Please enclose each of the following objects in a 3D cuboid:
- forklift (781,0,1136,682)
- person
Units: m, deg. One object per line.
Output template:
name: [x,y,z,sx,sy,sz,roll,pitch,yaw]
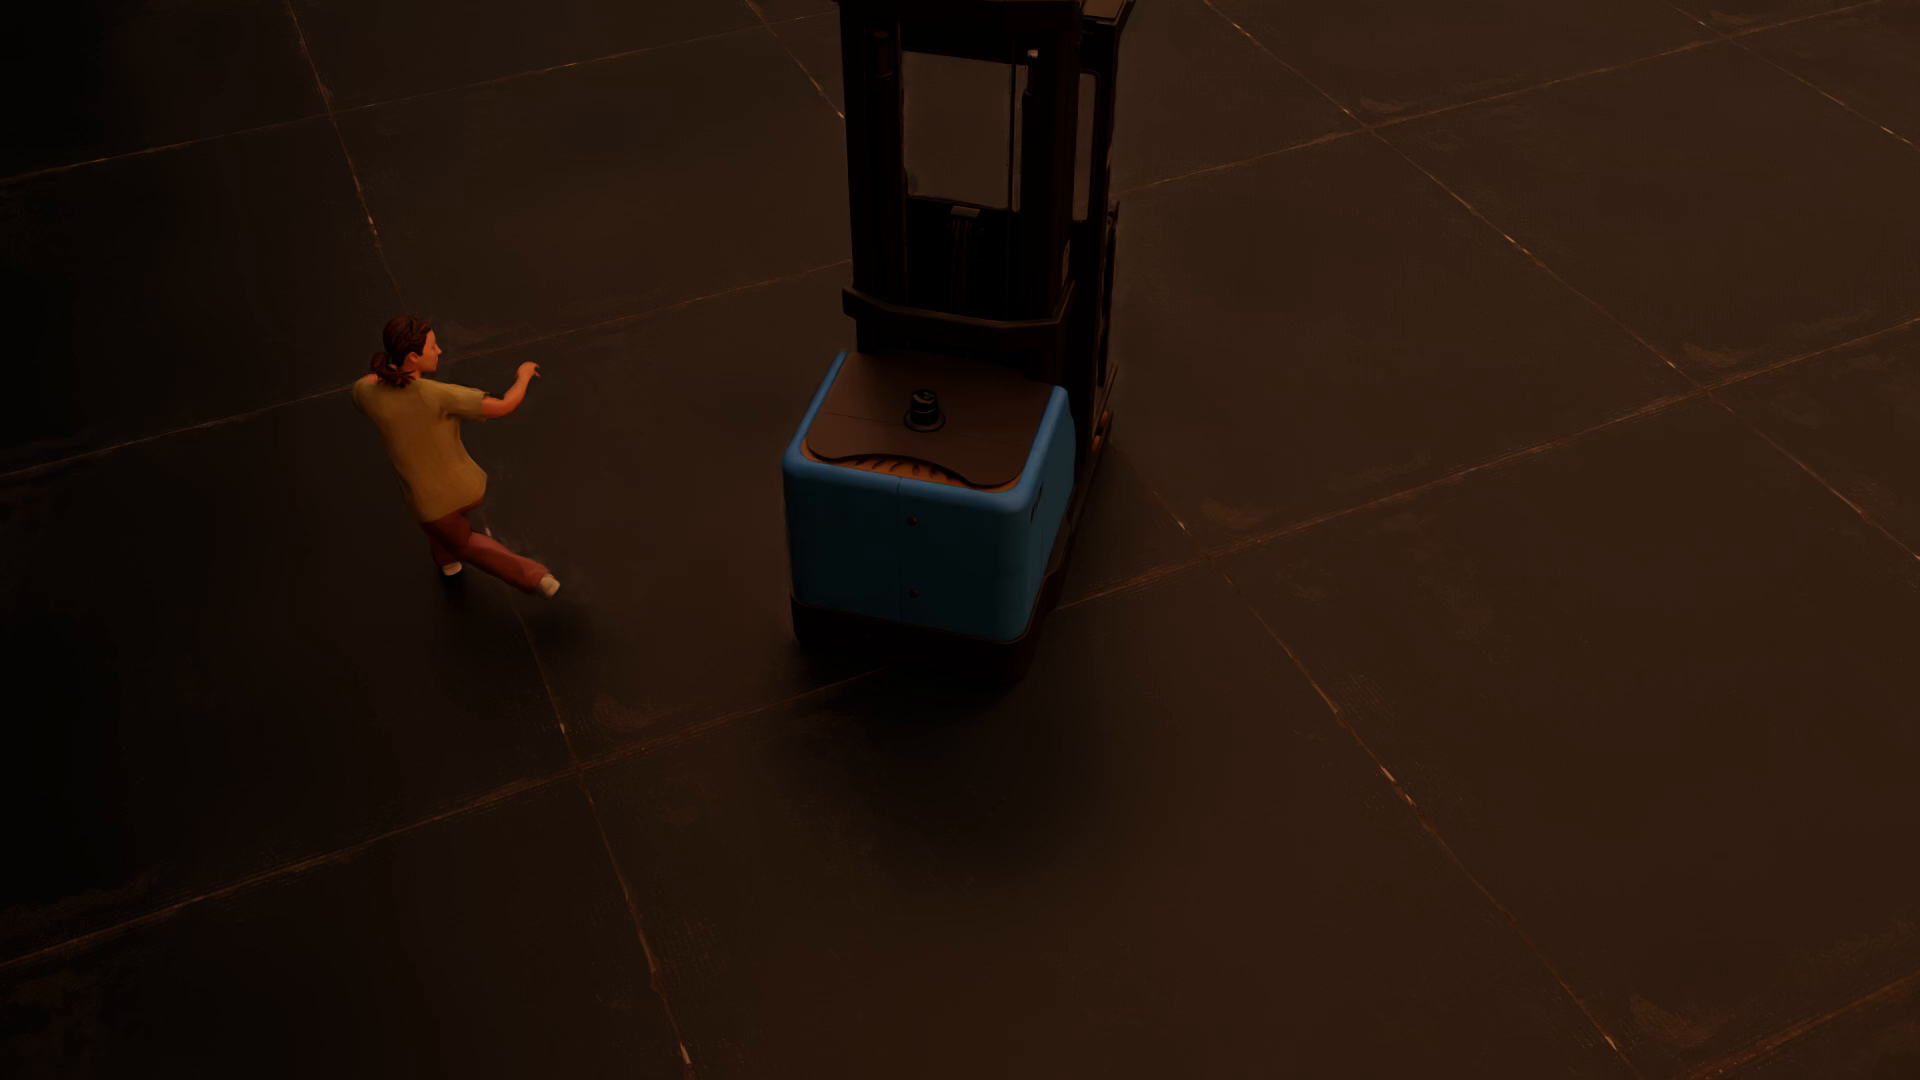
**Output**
forklift: [0.142,-1.487,7.273,1.130,2.935,3.031,10,44,11]
person: [-2.157,-0.403,7.239,0.763,1.434,1.063,-20,47,-20]
